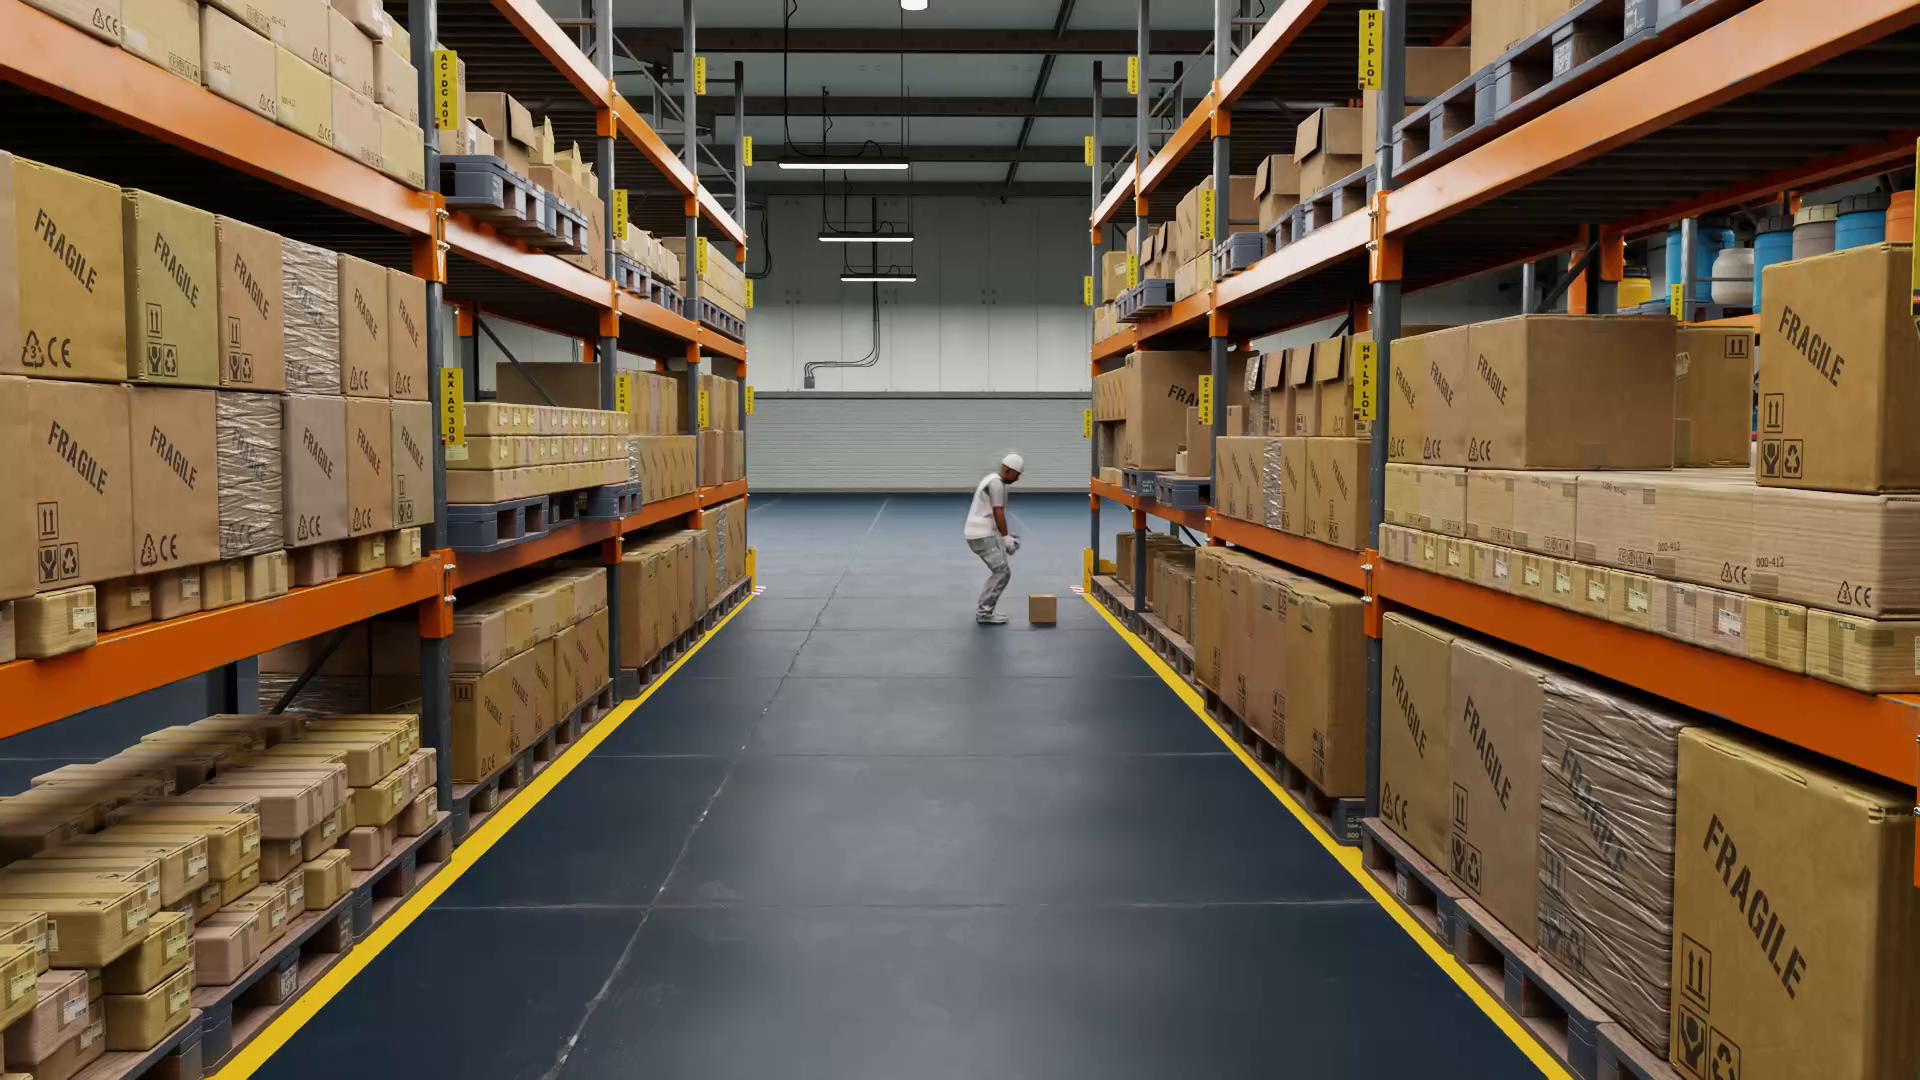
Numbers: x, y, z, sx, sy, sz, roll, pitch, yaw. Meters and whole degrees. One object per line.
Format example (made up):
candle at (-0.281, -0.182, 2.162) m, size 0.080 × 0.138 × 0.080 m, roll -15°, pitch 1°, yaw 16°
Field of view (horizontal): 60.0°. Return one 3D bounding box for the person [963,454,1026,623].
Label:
person at (0.335, -0.021, 16.110) m, size 0.606 × 1.624 × 0.598 m, roll 0°, pitch 4°, yaw -1°
